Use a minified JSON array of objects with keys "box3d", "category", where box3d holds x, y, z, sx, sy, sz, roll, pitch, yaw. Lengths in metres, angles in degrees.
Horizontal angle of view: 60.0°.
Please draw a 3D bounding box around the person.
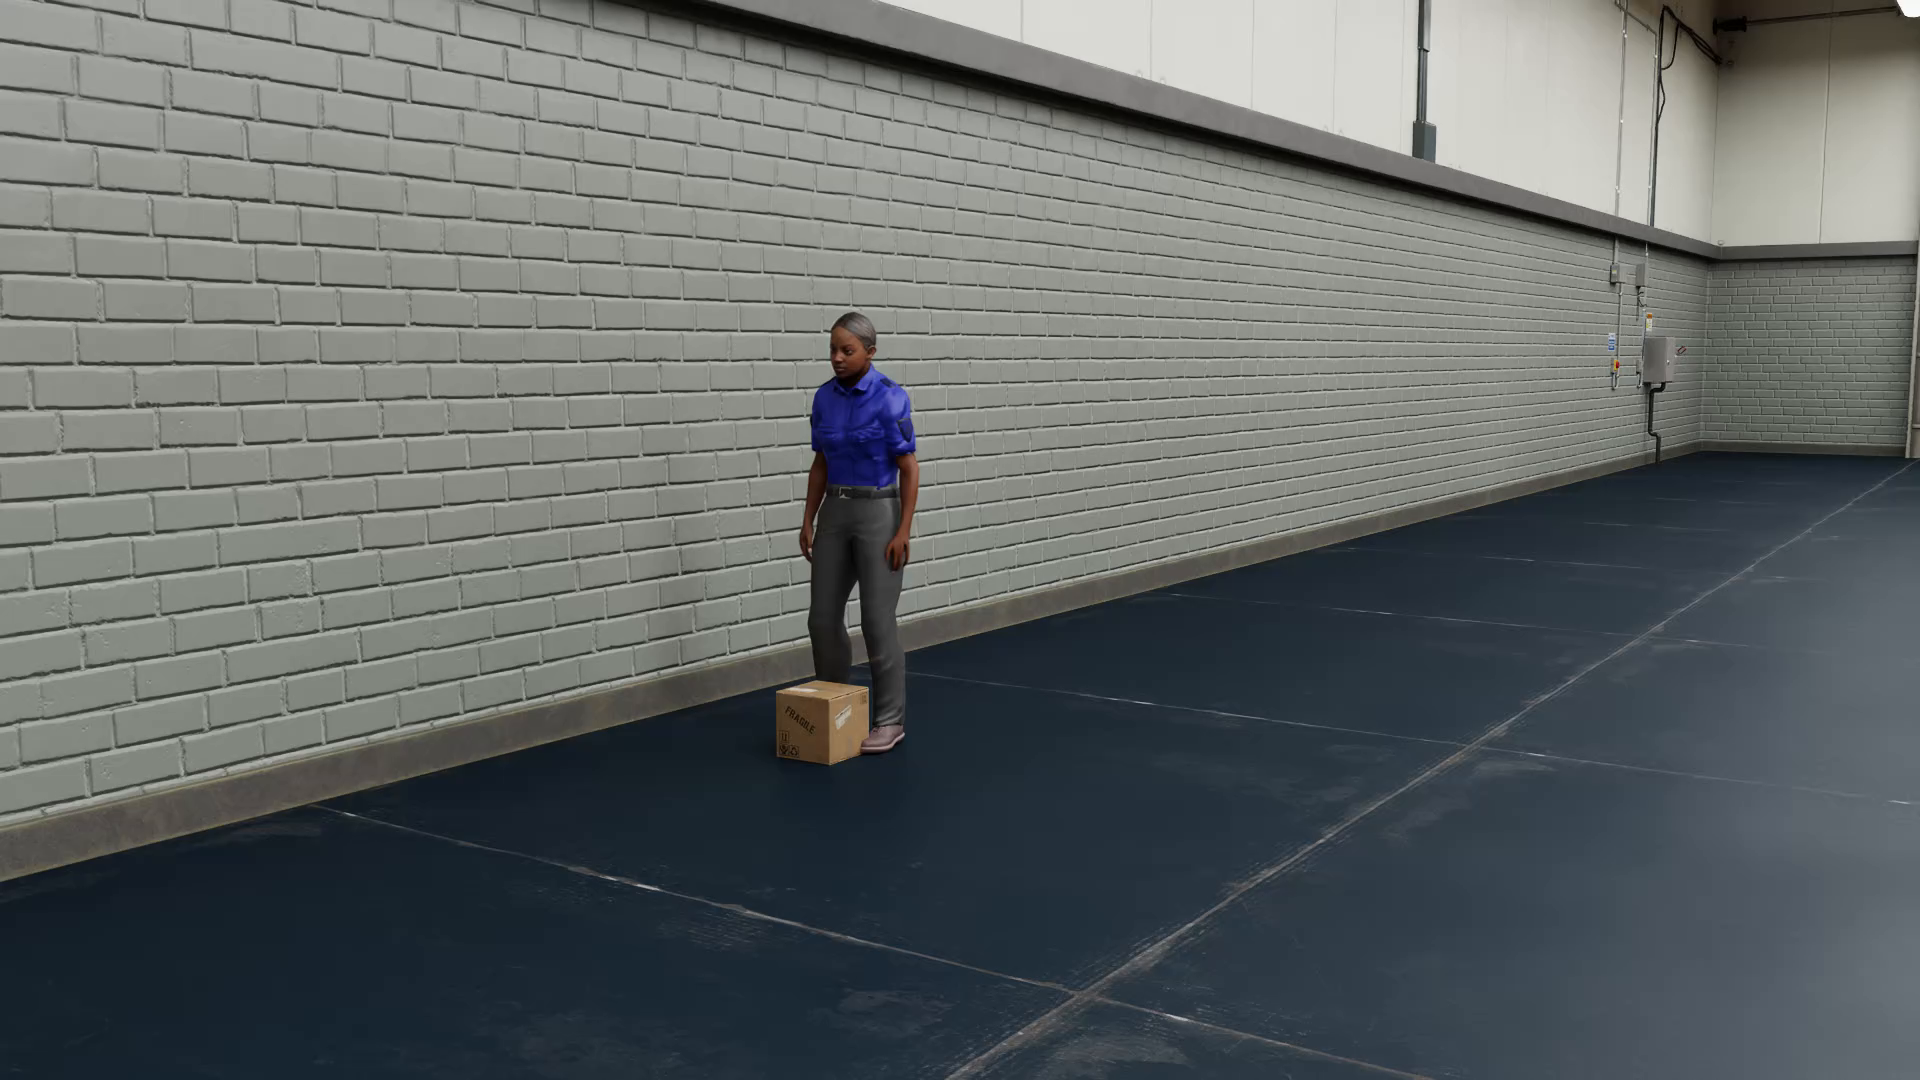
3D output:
[{"box3d":[-0.396,-0.037,6.362,0.510,1.654,0.348,4,7,31],"category":"person"}]
